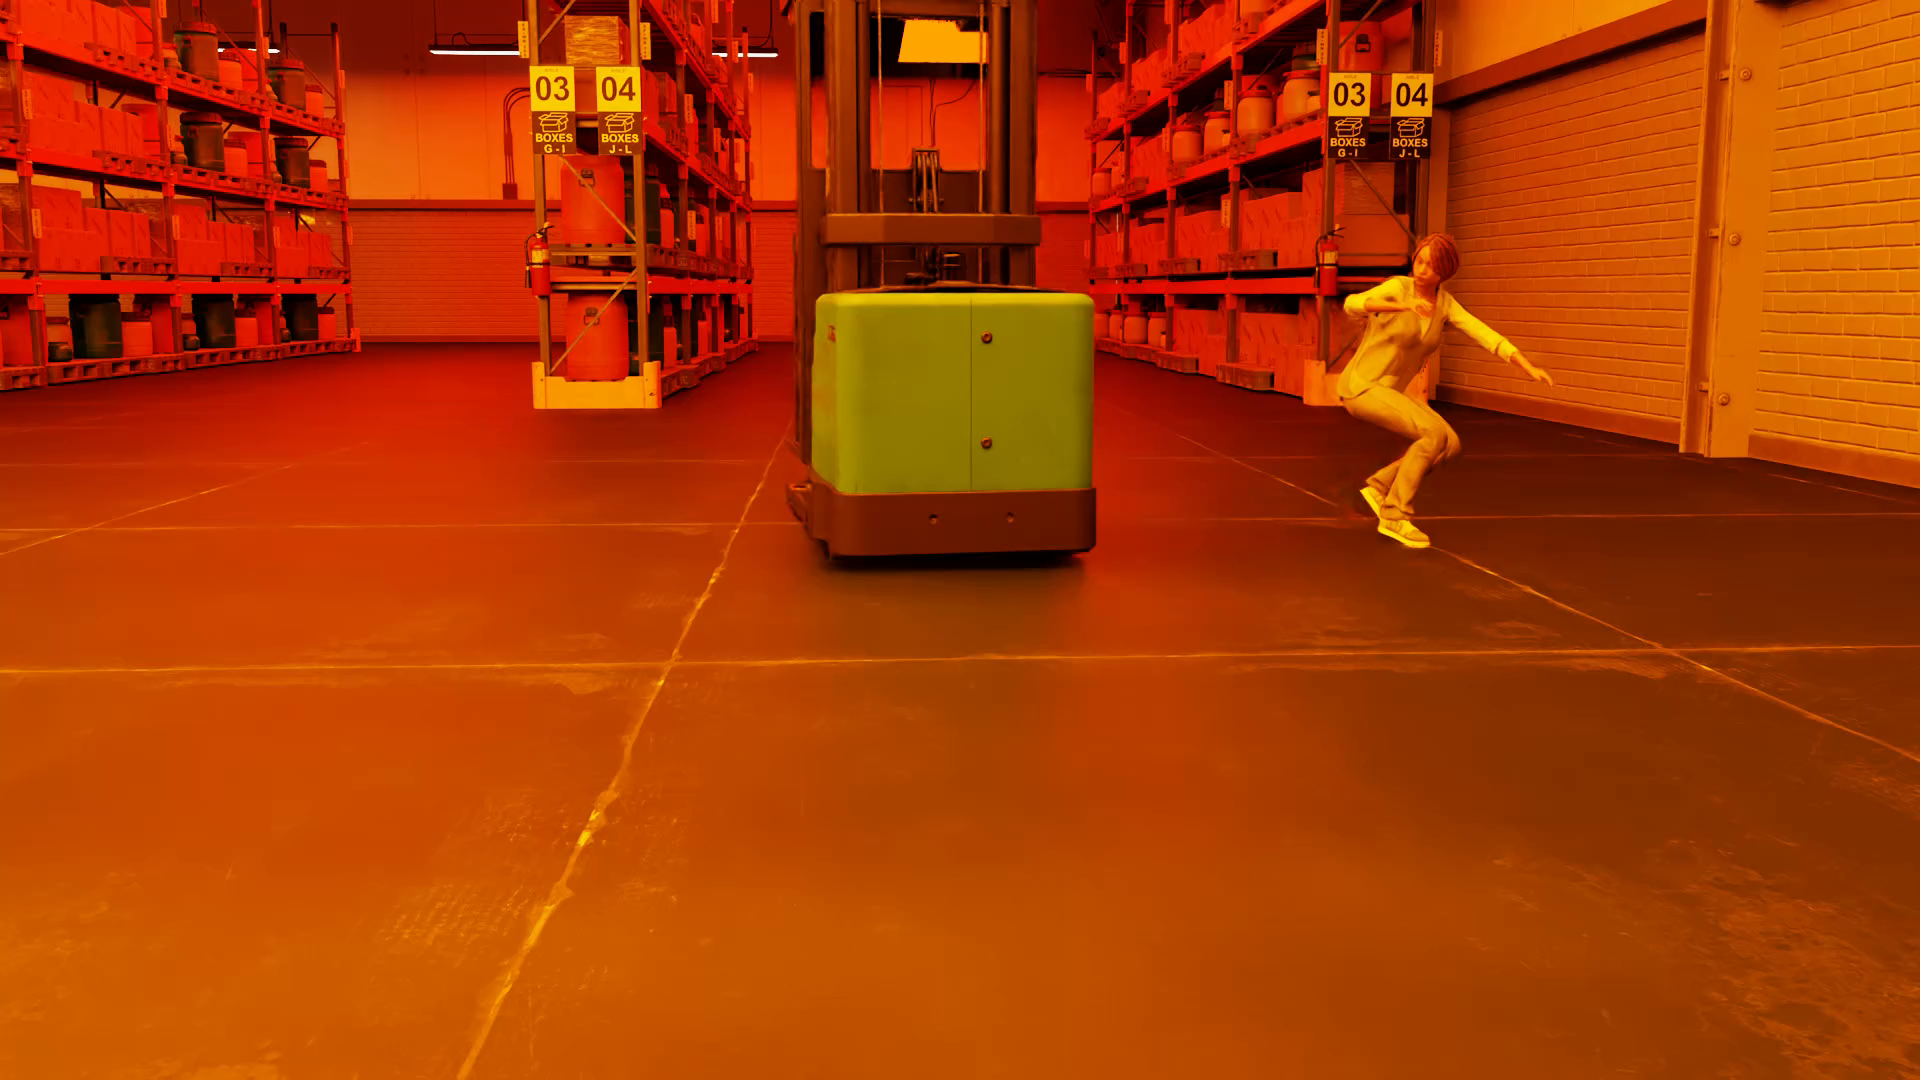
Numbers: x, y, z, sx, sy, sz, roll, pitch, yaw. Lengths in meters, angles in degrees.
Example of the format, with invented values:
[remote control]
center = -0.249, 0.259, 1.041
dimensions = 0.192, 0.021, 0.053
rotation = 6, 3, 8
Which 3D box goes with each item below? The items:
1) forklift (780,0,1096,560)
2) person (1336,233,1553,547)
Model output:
[forklift]
center = -0.243, -1.547, 7.748
dimensions = 1.130, 2.935, 3.031
rotation = -2, 9, -11
[person]
center = 2.025, -0.647, 7.159
dimensions = 0.680, 1.331, 0.882
rotation = -8, 12, -43
